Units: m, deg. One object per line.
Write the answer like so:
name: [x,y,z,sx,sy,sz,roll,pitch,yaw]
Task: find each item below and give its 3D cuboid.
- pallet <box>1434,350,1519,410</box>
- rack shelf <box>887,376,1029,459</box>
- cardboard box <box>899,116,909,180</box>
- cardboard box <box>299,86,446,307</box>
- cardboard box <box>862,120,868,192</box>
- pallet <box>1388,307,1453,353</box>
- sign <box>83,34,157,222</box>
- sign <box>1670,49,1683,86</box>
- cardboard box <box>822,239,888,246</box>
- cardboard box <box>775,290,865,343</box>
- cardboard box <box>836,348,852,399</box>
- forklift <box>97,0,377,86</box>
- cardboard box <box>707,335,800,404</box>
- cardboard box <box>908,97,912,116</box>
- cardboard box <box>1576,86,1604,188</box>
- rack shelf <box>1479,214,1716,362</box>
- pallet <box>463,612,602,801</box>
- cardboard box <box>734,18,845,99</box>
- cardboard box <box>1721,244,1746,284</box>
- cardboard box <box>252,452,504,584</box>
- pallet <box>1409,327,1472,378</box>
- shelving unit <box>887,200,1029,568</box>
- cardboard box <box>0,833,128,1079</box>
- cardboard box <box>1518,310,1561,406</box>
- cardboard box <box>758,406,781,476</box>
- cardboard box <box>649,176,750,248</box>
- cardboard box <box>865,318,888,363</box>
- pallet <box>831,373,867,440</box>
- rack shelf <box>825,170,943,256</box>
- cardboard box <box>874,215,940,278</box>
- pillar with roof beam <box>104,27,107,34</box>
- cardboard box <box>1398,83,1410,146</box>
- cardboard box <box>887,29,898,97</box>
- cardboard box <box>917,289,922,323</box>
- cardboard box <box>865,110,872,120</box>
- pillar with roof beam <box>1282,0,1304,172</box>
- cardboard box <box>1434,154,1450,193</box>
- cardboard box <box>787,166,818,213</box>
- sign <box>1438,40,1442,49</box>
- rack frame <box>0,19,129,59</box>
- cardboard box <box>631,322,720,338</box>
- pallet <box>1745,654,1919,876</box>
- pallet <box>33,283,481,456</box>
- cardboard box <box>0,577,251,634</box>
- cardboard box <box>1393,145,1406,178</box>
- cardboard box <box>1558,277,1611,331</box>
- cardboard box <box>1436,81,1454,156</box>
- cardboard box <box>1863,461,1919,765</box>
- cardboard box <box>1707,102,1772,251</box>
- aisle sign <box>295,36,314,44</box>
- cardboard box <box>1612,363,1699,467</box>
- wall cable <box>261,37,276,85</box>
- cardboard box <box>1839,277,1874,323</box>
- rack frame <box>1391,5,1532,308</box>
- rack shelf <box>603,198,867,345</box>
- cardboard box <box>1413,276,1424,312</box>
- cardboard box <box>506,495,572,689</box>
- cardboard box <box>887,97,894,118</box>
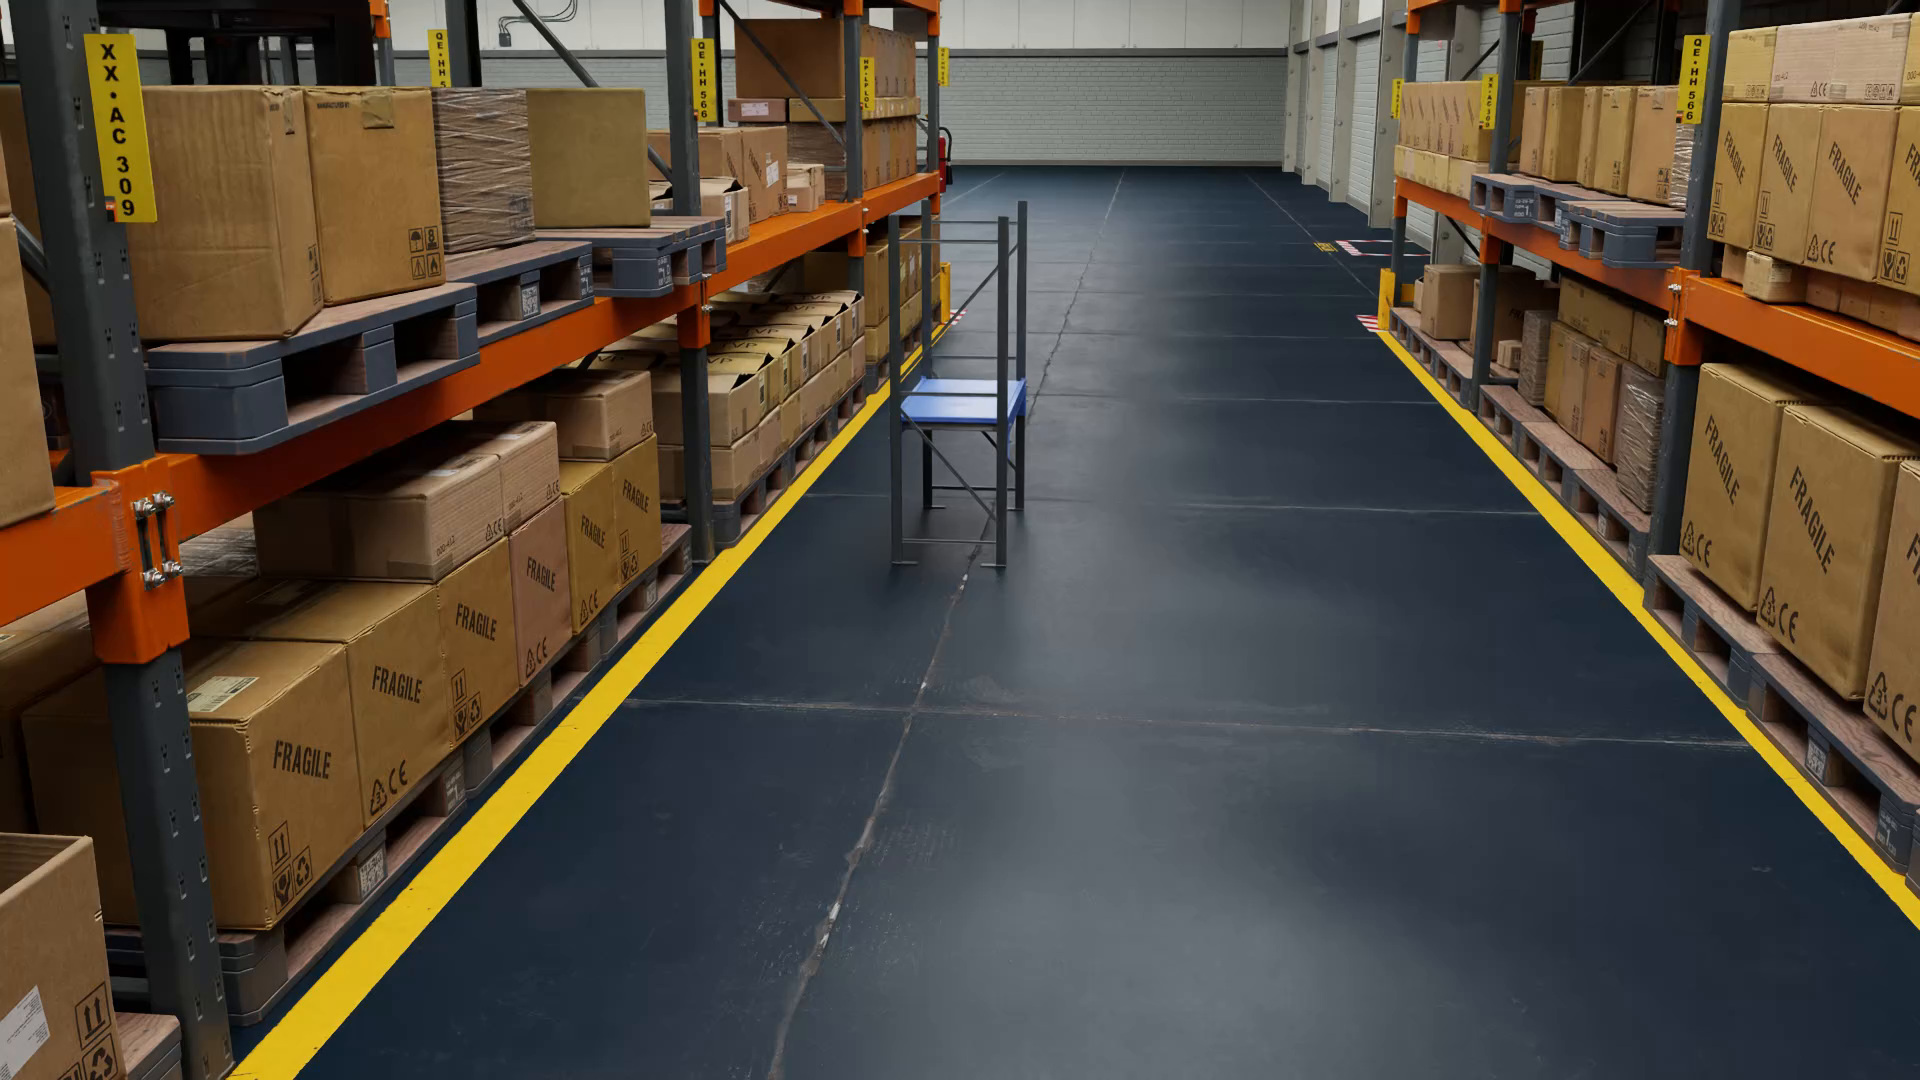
pallet: [3.828,-1.087,11.276,1.003,0.211,1.213,2,15,6]
rack shelf: [0.010,-0.572,7.595,0.538,0.185,1.000,2,15,6]
cardboard box: [-0.804,-3.231,13.673,0.700,0.500,0.500,2,15,8]
cardboard box: [-1.748,-0.875,4.155,0.700,0.500,0.500,4,16,15]
cardboard box: [-1.038,-2.703,11.720,0.700,0.500,0.500,2,15,6]
pallet: [4.103,-1.719,13.616,1.003,0.211,1.213,2,15,6]
sign: [-1.498,-0.731,2.962,0.100,0.325,0.005,2,15,6]
sign: [4.339,-2.801,10.056,0.100,0.325,0.005,2,15,6]
cardboard box: [-0.723,-1.881,11.897,0.500,0.500,0.500,2,15,6]
cardboard box: [-0.896,-1.435,10.611,0.500,0.311,0.500,2,15,6]
cardboard box: [-0.953,-1.030,10.190,0.500,0.250,0.500,1,15,5]
forklift: [-3.870,-1.871,8.965,1.130,2.935,3.031,4,16,15]
cardboard box: [-1.125,-0.907,8.658,0.500,0.311,0.500,1,15,5]
cardboard box: [-0.594,-3.562,13.655,0.380,0.149,0.250,1,15,5]
cardboard box: [3.583,-2.071,8.539,0.700,0.500,0.500,4,16,14]
rack shelf: [3.562,-1.391,8.439,1.077,0.370,4.000,2,15,6]
pallet: [-1.848,0.489,5.448,1.003,0.211,1.213,2,15,6]
cardboard box: [-1.091,-3.192,11.044,0.700,0.500,0.500,2,15,7]
cardboard box: [3.069,-1.030,6.167,0.380,0.149,0.250,1,15,5]
cardboard box: [-1.628,-0.073,4.694,0.500,0.250,0.500,2,15,6]
pallet: [3.963,-1.404,12.449,1.003,0.211,1.213,2,15,6]
shelving unit: [0.010,-0.746,7.548,0.538,1.500,1.048,2,15,6]
cardboard box: [-1.820,0.823,2.818,0.500,0.500,0.500,2,15,6]
cardboard box: [3.721,-1.072,9.825,0.700,0.500,0.500,2,15,8]
cardboard box: [-1.180,-0.498,8.220,0.500,0.250,0.500,1,15,5]
cardboard box: [-1.293,-1.548,7.812,0.500,0.311,0.500,2,15,6]
cardboard box: [-0.782,-1.389,11.516,0.500,0.250,0.500,2,15,6]
pallet: [-1.180,-0.864,10.453,1.003,0.211,1.213,2,15,6]
rack shelf: [-0.910,-2.574,12.812,1.077,0.370,4.000,2,15,6]
cardboard box: [-0.449,-2.529,14.296,0.500,0.500,0.500,2,15,6]
pillar with roof beam: [-18.617,-14.566,44.289,9.100,9.000,0.400,2,15,6]
cardboard box: [3.886,-3.479,13.594,0.500,0.500,0.500,2,15,6]
cardboard box: [-0.865,-3.713,12.968,0.700,0.500,0.500,2,15,6]
cardboard box: [-0.550,-1.908,13.433,0.500,0.250,0.500,2,15,6]
cardboard box: [-0.829,-3.028,11.679,0.380,0.149,0.250,2,15,6]
pillar with roof beam: [4.127,-13.891,41.796,9.100,9.000,0.400,2,15,6]
cardboard box: [3.645,-2.586,11.729,0.500,0.250,0.500,2,15,6]
cardboard box: [-1.052,-2.104,9.954,0.396,0.266,0.258,1,15,5]
sign: [6.113,-6.402,21.150,0.001,0.298,0.199,2,15,6]
rack frame: [-6.056,-2.549,11.343,1.000,3.000,0.127,2,15,6]
cardboard box: [-1.602,-1.050,9.187,0.500,0.311,0.500,2,15,8]
pallet: [3.032,0.644,4.876,1.003,0.211,1.213,2,15,6]
pallet: [-1.839,-0.439,3.906,1.003,0.211,1.213,2,15,6]
cardboard box: [-2.203,0.402,4.373,0.500,0.500,0.500,2,15,6]
cardboard box: [3.868,-3.115,13.684,0.500,0.250,0.500,1,15,5]
cardboard box: [3.674,-1.319,9.304,0.500,0.250,0.500,1,15,5]
cardboard box: [3.652,-2.948,11.631,0.500,0.500,0.500,1,15,5]
cardboard box: [2.926,0.249,4.307,0.750,0.750,0.750,2,15,8]
cardboard box: [3.027,-1.303,5.935,0.500,0.500,0.500,2,15,8]
aisle sign: [-5.888,-4.869,14.941,0.394,0.787,0.004,2,15,6]
cardboard box: [3.539,-0.544,7.874,0.700,0.500,0.500,2,15,6]
wall cable: [-21.248,-13.919,47.845,3.097,2.526,0.112,2,15,6]
cardboard box: [2.991,-0.762,5.176,0.380,0.149,0.250,2,15,7]
rack frame: [4.239,-3.295,14.100,1.000,3.000,0.127,2,15,6]
rack shelf: [-1.361,-1.536,8.975,1.077,0.370,4.000,2,15,6]
cardboard box: [4.071,-2.032,13.740,0.500,0.311,0.500,0,15,0]
cardboard box: [-1.571,0.149,5.309,0.500,0.500,0.500,1,15,4]
cardboard box: [-0.710,-3.294,12.664,0.380,0.149,0.250,1,15,5]
